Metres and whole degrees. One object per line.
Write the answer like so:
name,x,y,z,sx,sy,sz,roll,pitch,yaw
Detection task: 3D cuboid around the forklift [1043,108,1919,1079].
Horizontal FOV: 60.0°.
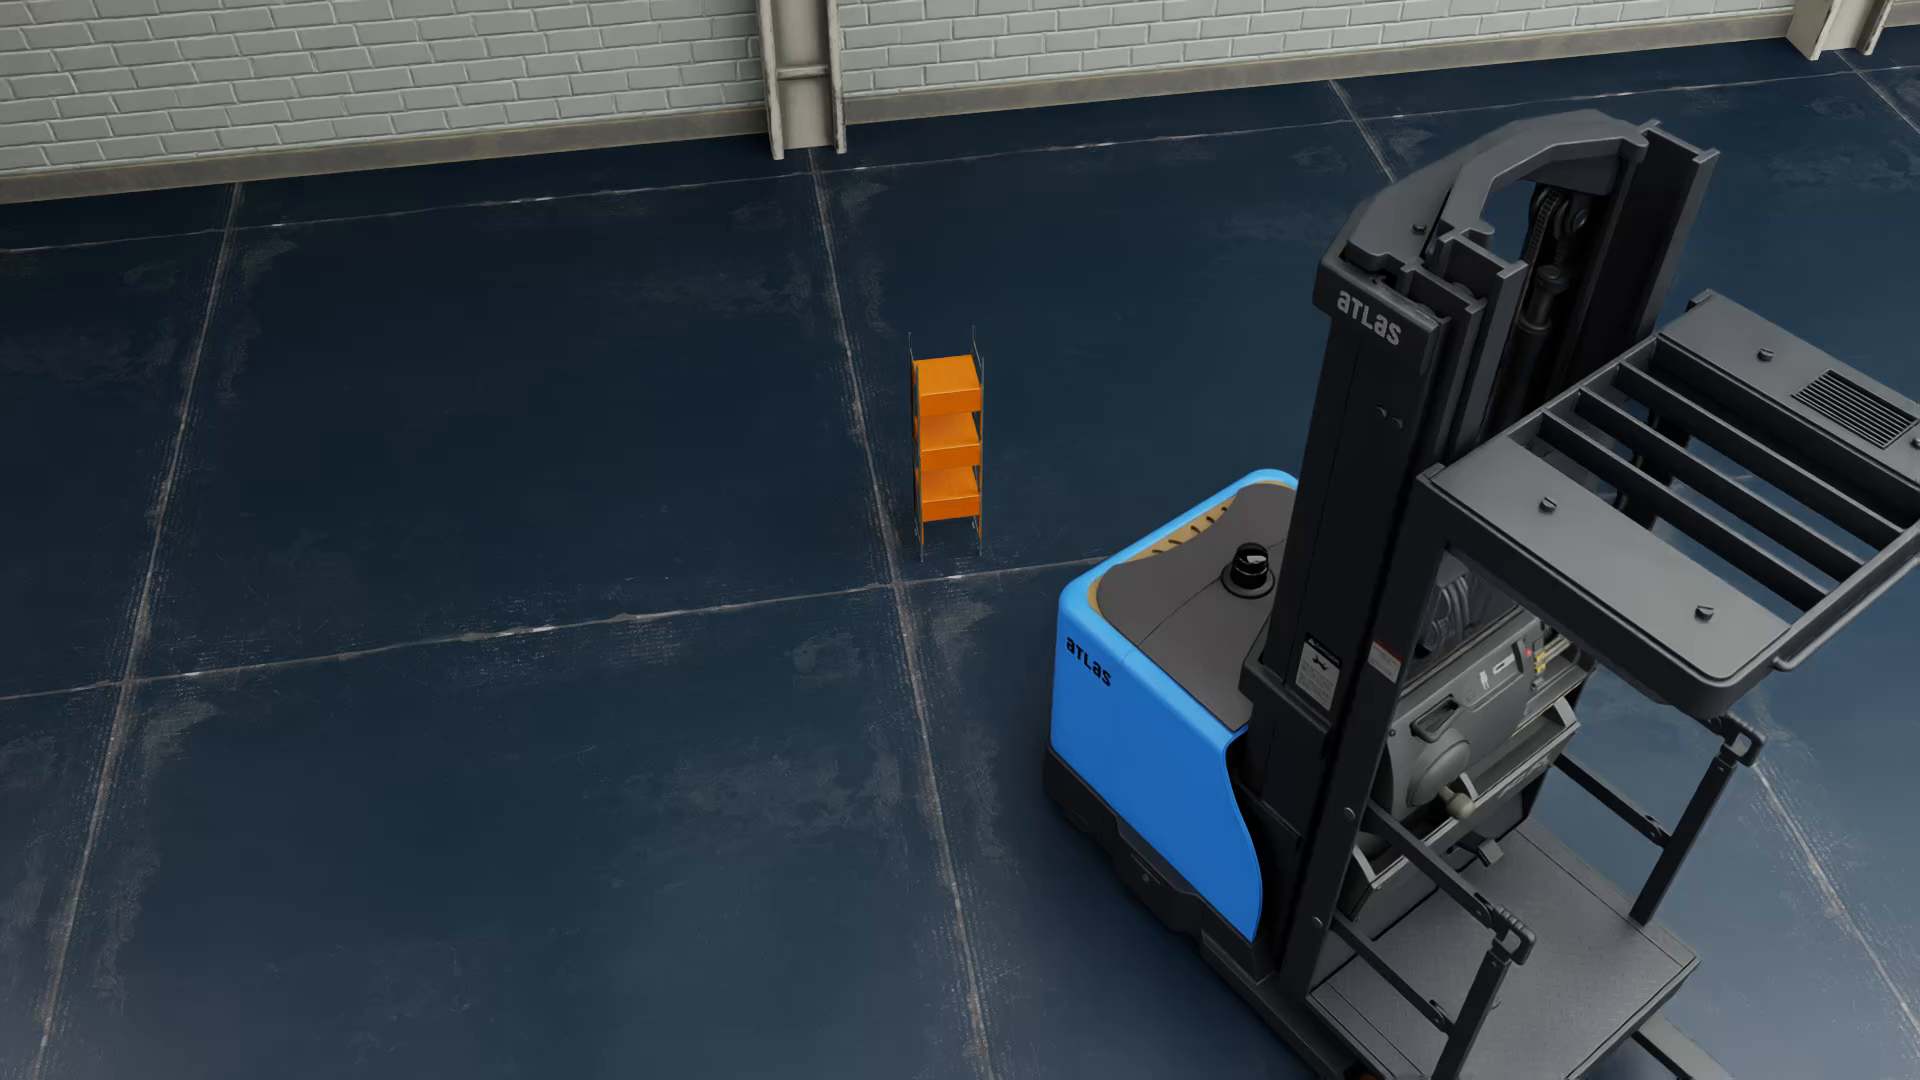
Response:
forklift,1.606,0.506,4.420,1.130,2.935,3.031,-30,53,-25

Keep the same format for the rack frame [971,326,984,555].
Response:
rack frame,0.067,-0.373,6.573,0.008,1.050,0.200,-7,46,-7

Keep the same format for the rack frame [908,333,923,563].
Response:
rack frame,-0.173,-0.343,6.544,0.008,1.050,0.200,-7,46,-7

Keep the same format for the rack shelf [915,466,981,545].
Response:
rack shelf,-0.053,-0.158,6.767,0.240,0.259,0.215,-7,46,-7

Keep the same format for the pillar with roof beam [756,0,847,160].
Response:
pillar with roof beam,-0.097,-2.238,2.850,0.400,9.000,9.100,-7,46,-7

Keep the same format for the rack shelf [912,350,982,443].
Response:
rack shelf,-0.053,-0.547,6.362,0.240,0.259,0.215,-7,46,-7

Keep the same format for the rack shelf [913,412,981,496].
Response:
rack shelf,-0.053,-0.350,6.566,0.240,0.259,0.215,-7,46,-7

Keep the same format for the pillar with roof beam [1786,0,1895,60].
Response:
pillar with roof beam,5.815,-2.974,3.560,0.400,9.000,9.100,-7,46,-7

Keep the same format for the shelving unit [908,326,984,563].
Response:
shelving unit,-0.053,-0.358,6.559,0.252,1.050,0.215,-7,46,-7
